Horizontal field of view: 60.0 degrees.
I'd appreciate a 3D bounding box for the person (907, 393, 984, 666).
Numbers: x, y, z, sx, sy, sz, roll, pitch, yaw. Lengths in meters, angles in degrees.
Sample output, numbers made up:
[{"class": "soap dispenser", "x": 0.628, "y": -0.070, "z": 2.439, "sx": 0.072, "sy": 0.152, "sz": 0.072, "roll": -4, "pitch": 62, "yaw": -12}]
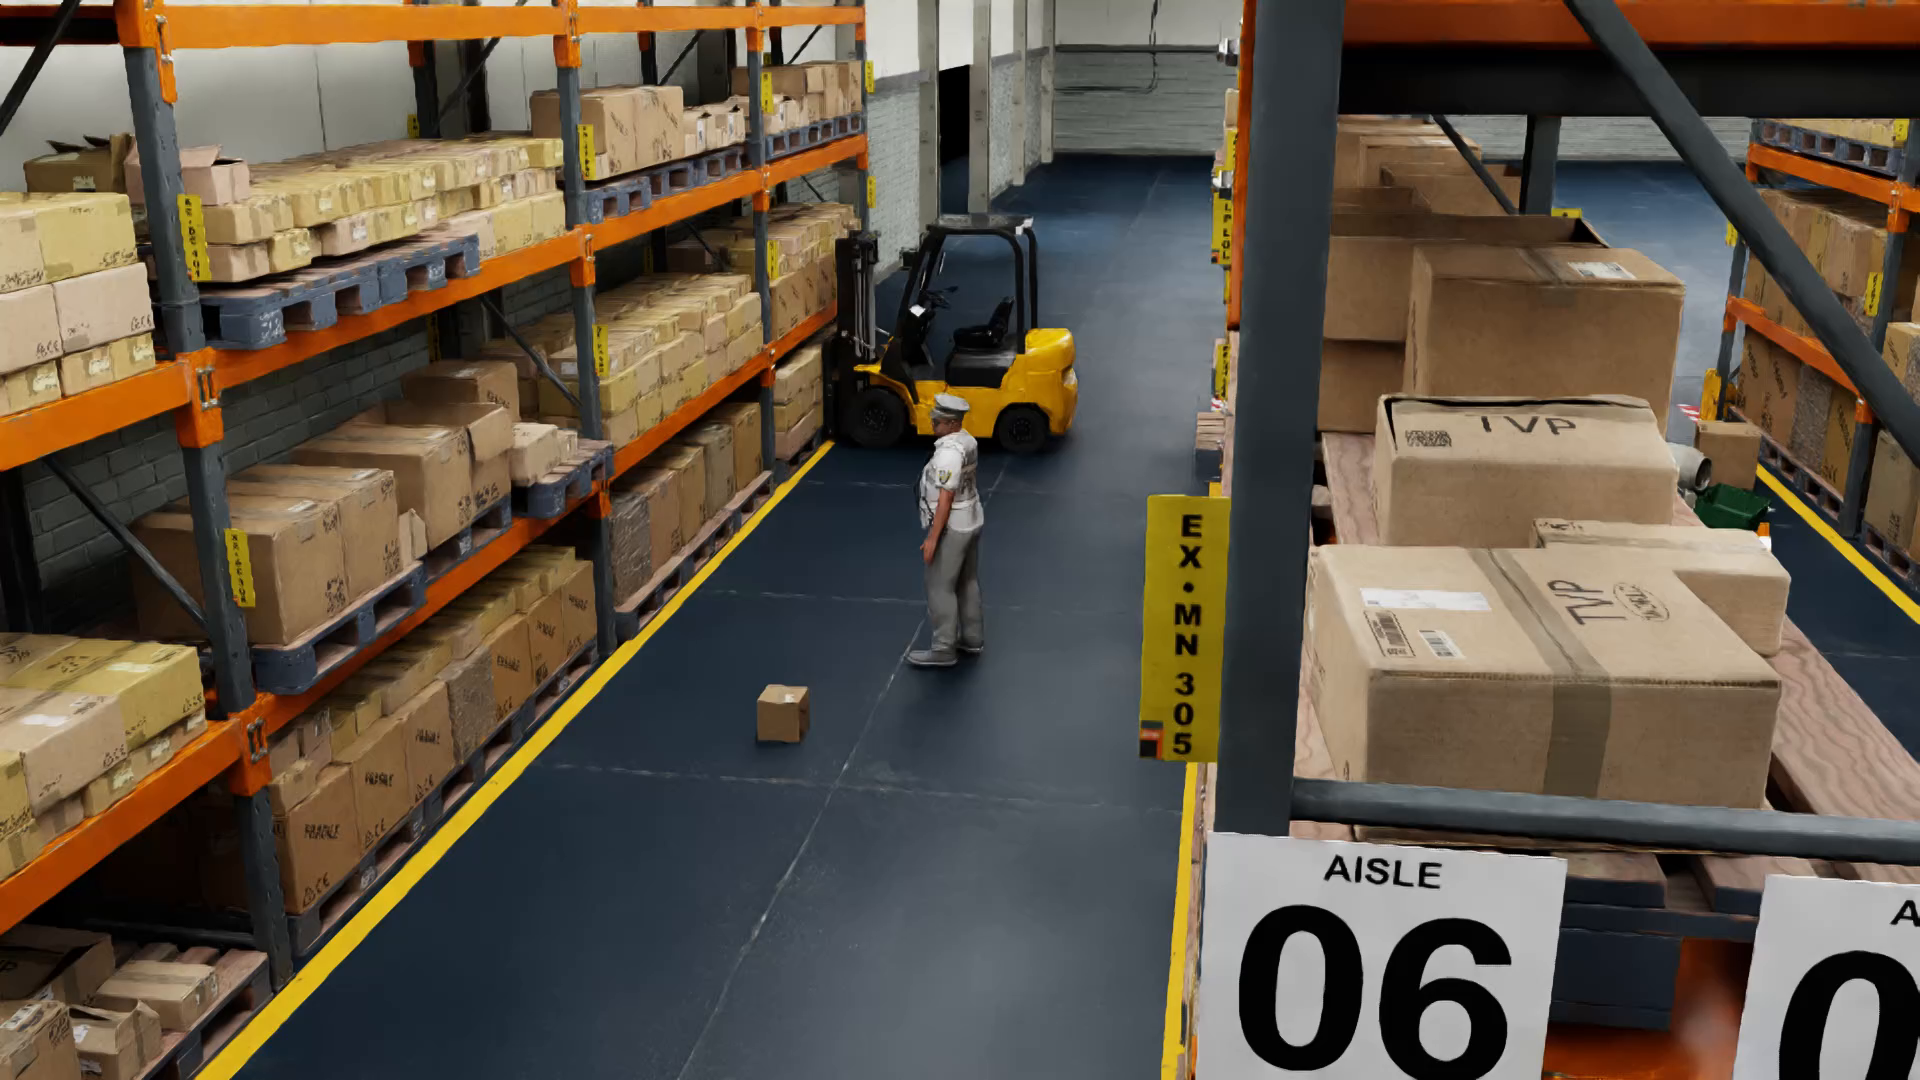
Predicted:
[{"class": "person", "x": -0.078, "y": -0.073, "z": 10.679, "sx": 0.440, "sy": 1.764, "sz": 0.612, "roll": 6, "pitch": 19, "yaw": 18}]
